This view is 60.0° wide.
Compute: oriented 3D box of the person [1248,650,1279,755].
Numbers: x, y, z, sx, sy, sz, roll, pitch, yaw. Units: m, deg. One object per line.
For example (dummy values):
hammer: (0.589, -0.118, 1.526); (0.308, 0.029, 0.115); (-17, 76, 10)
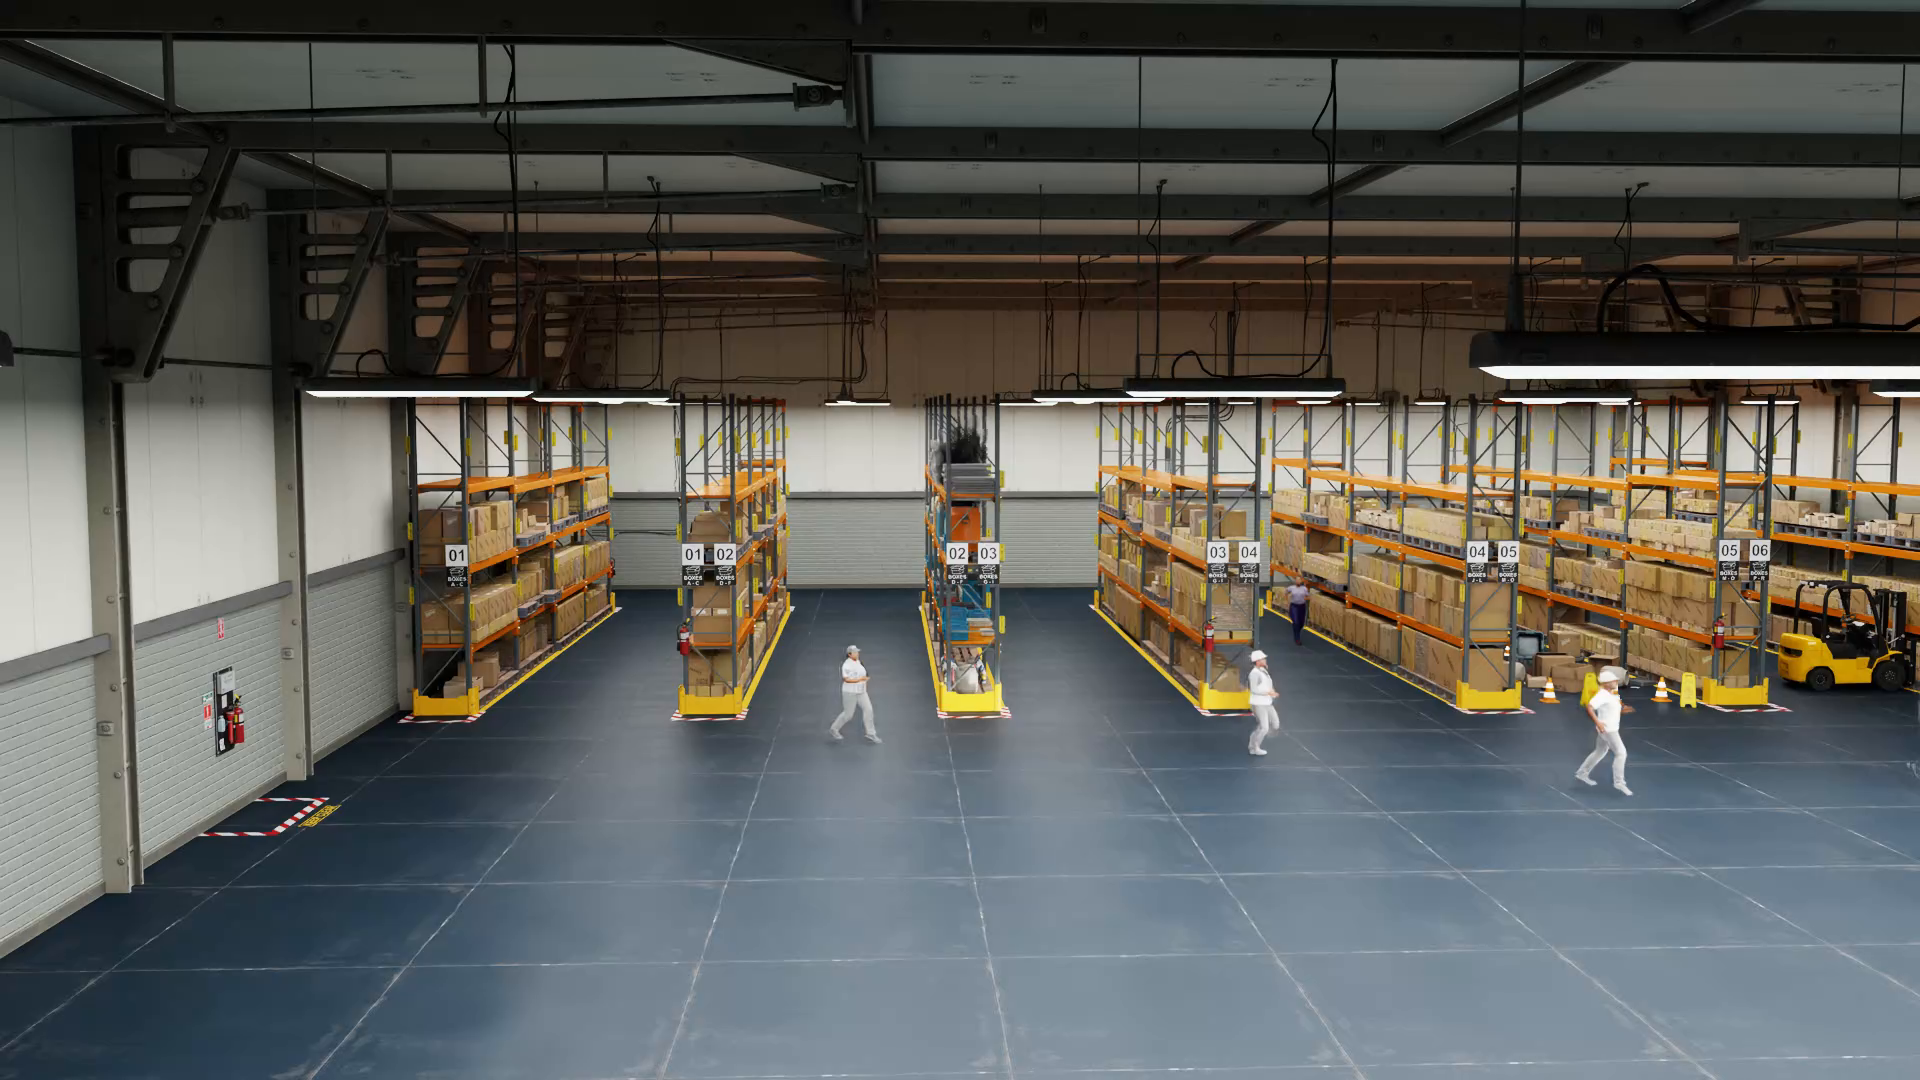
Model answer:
person: (5.029, 2.683, 27.428); (0.578, 1.726, 0.650); (3, 5, 30)

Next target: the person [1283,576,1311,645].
person: (8.230, 1.683, 40.520); (0.605, 1.635, 0.943); (0, 5, -6)

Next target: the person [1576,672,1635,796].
person: (9.652, 2.870, 24.836); (0.820, 1.819, 0.677); (2, 5, 21)

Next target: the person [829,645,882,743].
person: (-1.796, 2.635, 28.550); (0.940, 1.670, 0.609); (2, 5, 29)
